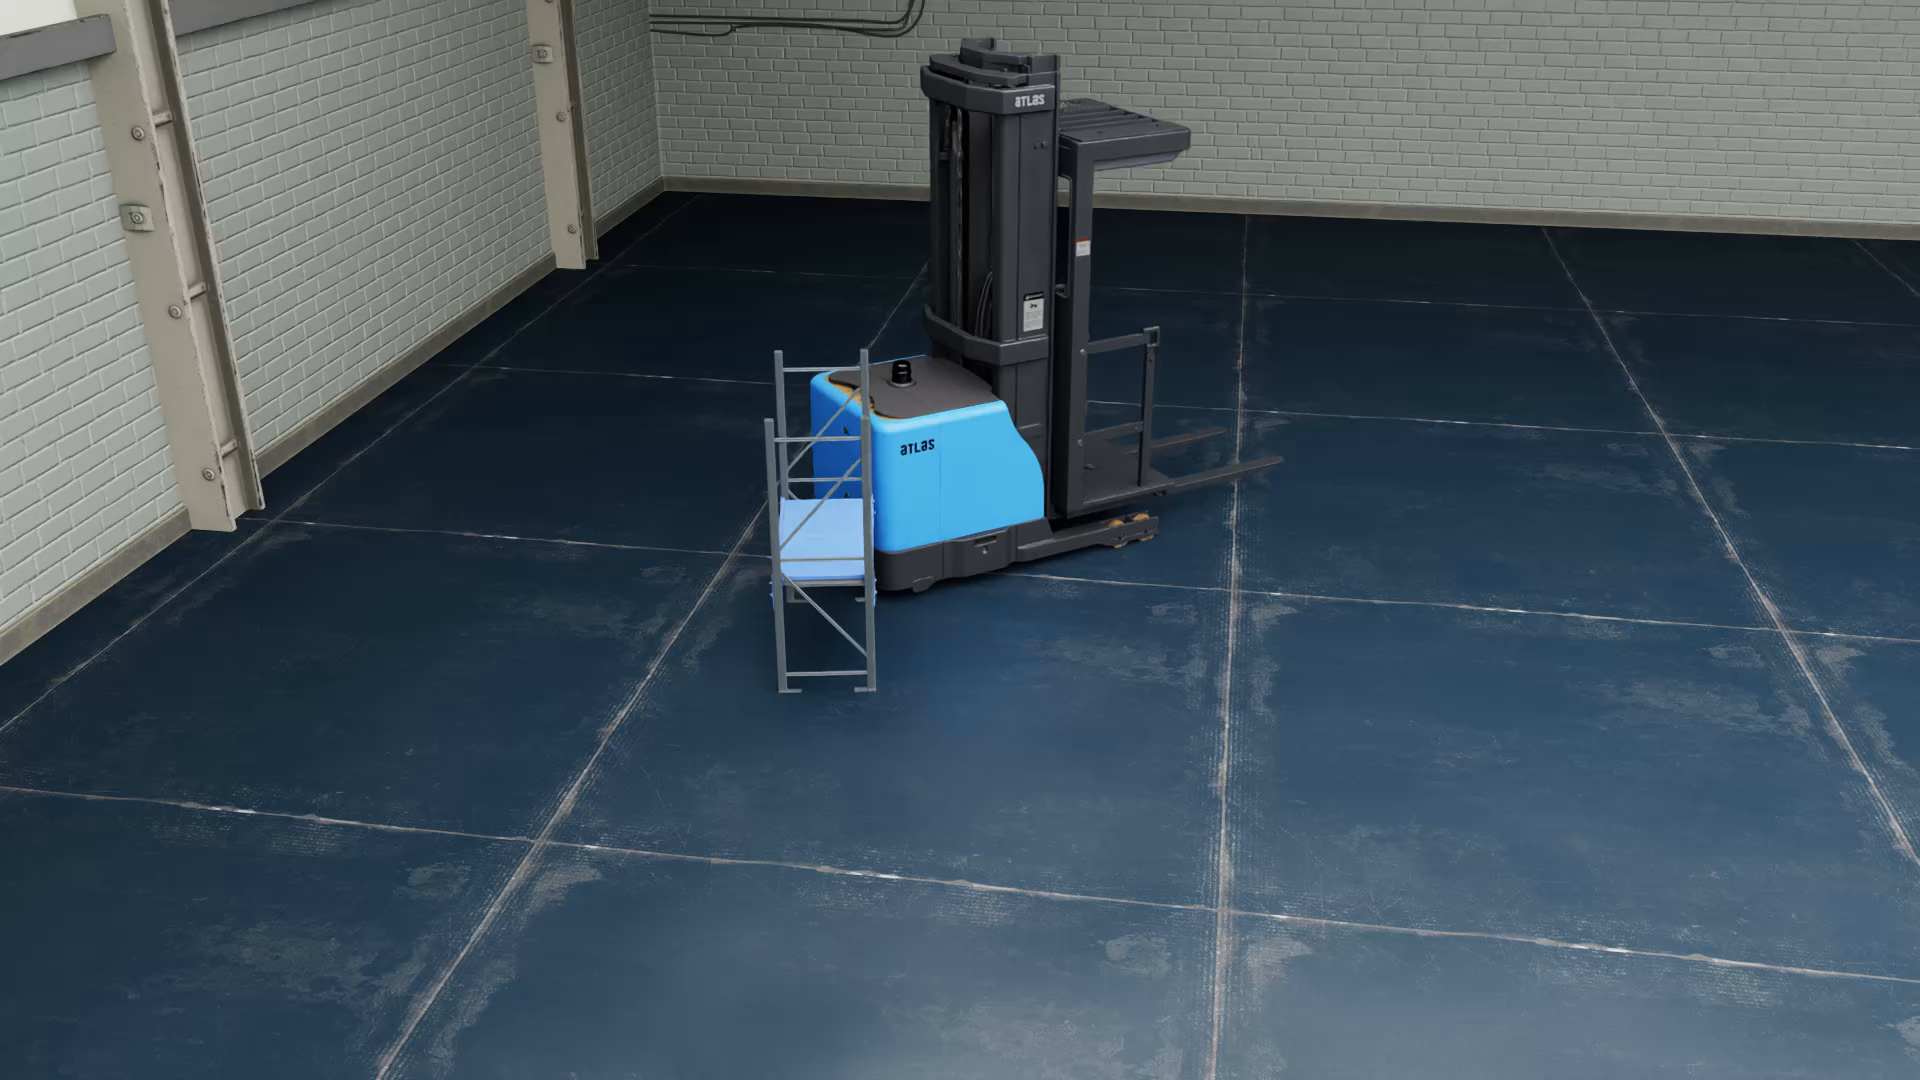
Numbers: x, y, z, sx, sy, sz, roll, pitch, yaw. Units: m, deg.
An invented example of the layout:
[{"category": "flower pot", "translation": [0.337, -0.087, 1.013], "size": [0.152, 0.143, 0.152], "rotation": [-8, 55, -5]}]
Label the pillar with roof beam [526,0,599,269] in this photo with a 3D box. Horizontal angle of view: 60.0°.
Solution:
[{"category": "pillar with roof beam", "translation": [0.573, -6.432, 13.376], "size": [9.100, 9.000, 0.400], "rotation": [4, 25, 9]}]

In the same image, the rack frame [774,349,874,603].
[{"category": "rack frame", "translation": [-0.741, -0.331, 9.187], "size": [0.500, 1.500, 0.032], "rotation": [-1, 25, -3]}]

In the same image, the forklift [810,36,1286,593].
[{"category": "forklift", "translation": [0.641, -1.462, 9.915], "size": [3.031, 2.935, 1.130], "rotation": [-13, 28, -26]}]

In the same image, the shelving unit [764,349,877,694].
[{"category": "shelving unit", "translation": [-0.713, -0.115, 8.727], "size": [0.538, 1.500, 1.048], "rotation": [-1, 25, -3]}]

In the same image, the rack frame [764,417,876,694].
[{"category": "rack frame", "translation": [-0.685, 0.100, 8.268], "size": [0.500, 1.500, 0.032], "rotation": [-1, 25, -3]}]

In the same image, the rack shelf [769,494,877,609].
[{"category": "rack shelf", "translation": [-0.713, 0.048, 8.804], "size": [0.538, 0.185, 1.000], "rotation": [-1, 25, -3]}]

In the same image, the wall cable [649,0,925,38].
[{"category": "wall cable", "translation": [-1.888, -6.464, 17.108], "size": [3.097, 2.526, 0.112], "rotation": [4, 25, 9]}]

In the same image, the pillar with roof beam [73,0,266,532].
[{"category": "pillar with roof beam", "translation": [-0.408, -3.922, 8.015], "size": [9.100, 9.000, 0.400], "rotation": [4, 25, 9]}]
